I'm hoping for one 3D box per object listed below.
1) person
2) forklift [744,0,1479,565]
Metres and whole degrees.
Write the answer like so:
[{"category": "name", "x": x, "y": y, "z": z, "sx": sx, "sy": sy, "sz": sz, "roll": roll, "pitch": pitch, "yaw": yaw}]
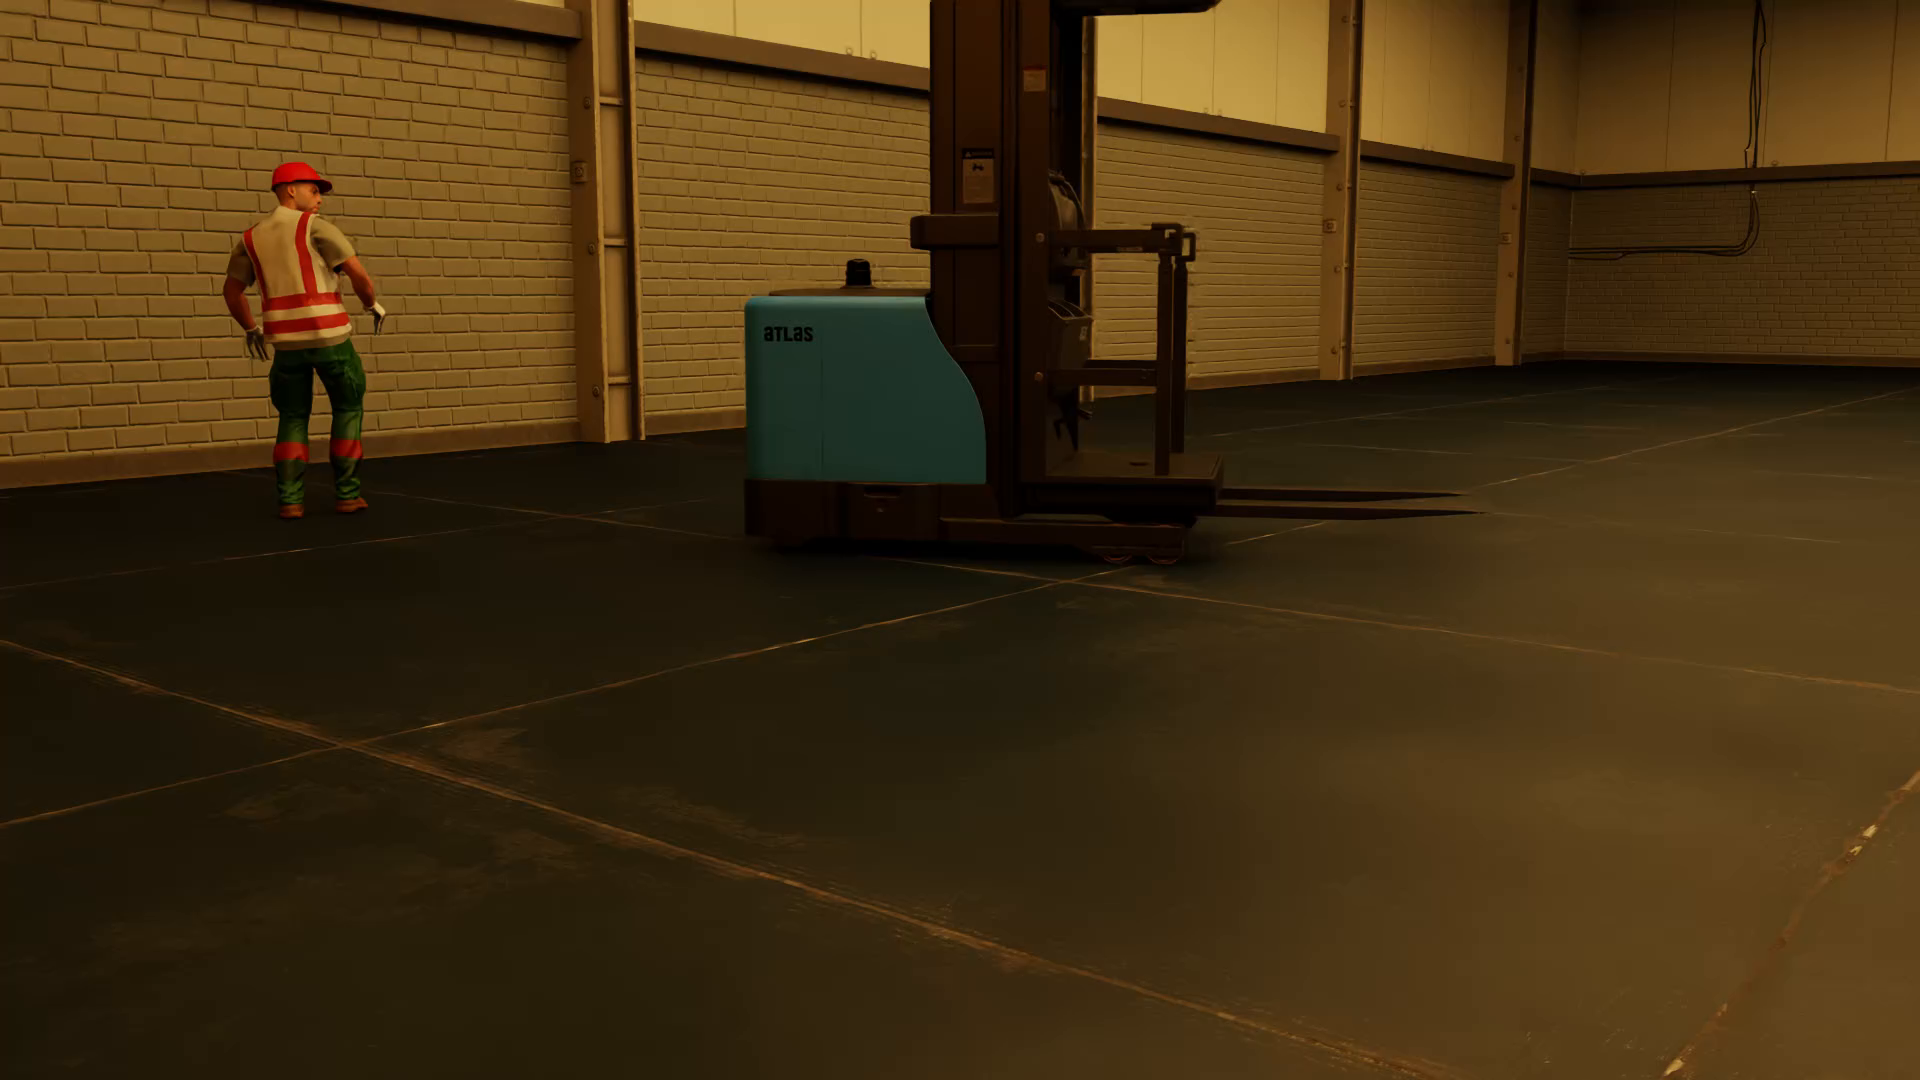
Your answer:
[{"category": "person", "x": -3.221, "y": -0.981, "z": 8.187, "sx": 0.755, "sy": 1.732, "sz": 0.518, "roll": 0, "pitch": 8, "yaw": 2}, {"category": "forklift", "x": 0.648, "y": -1.432, "z": 7.068, "sx": 3.031, "sy": 2.935, "sz": 1.130, "roll": 2, "pitch": 8, "yaw": 11}]
